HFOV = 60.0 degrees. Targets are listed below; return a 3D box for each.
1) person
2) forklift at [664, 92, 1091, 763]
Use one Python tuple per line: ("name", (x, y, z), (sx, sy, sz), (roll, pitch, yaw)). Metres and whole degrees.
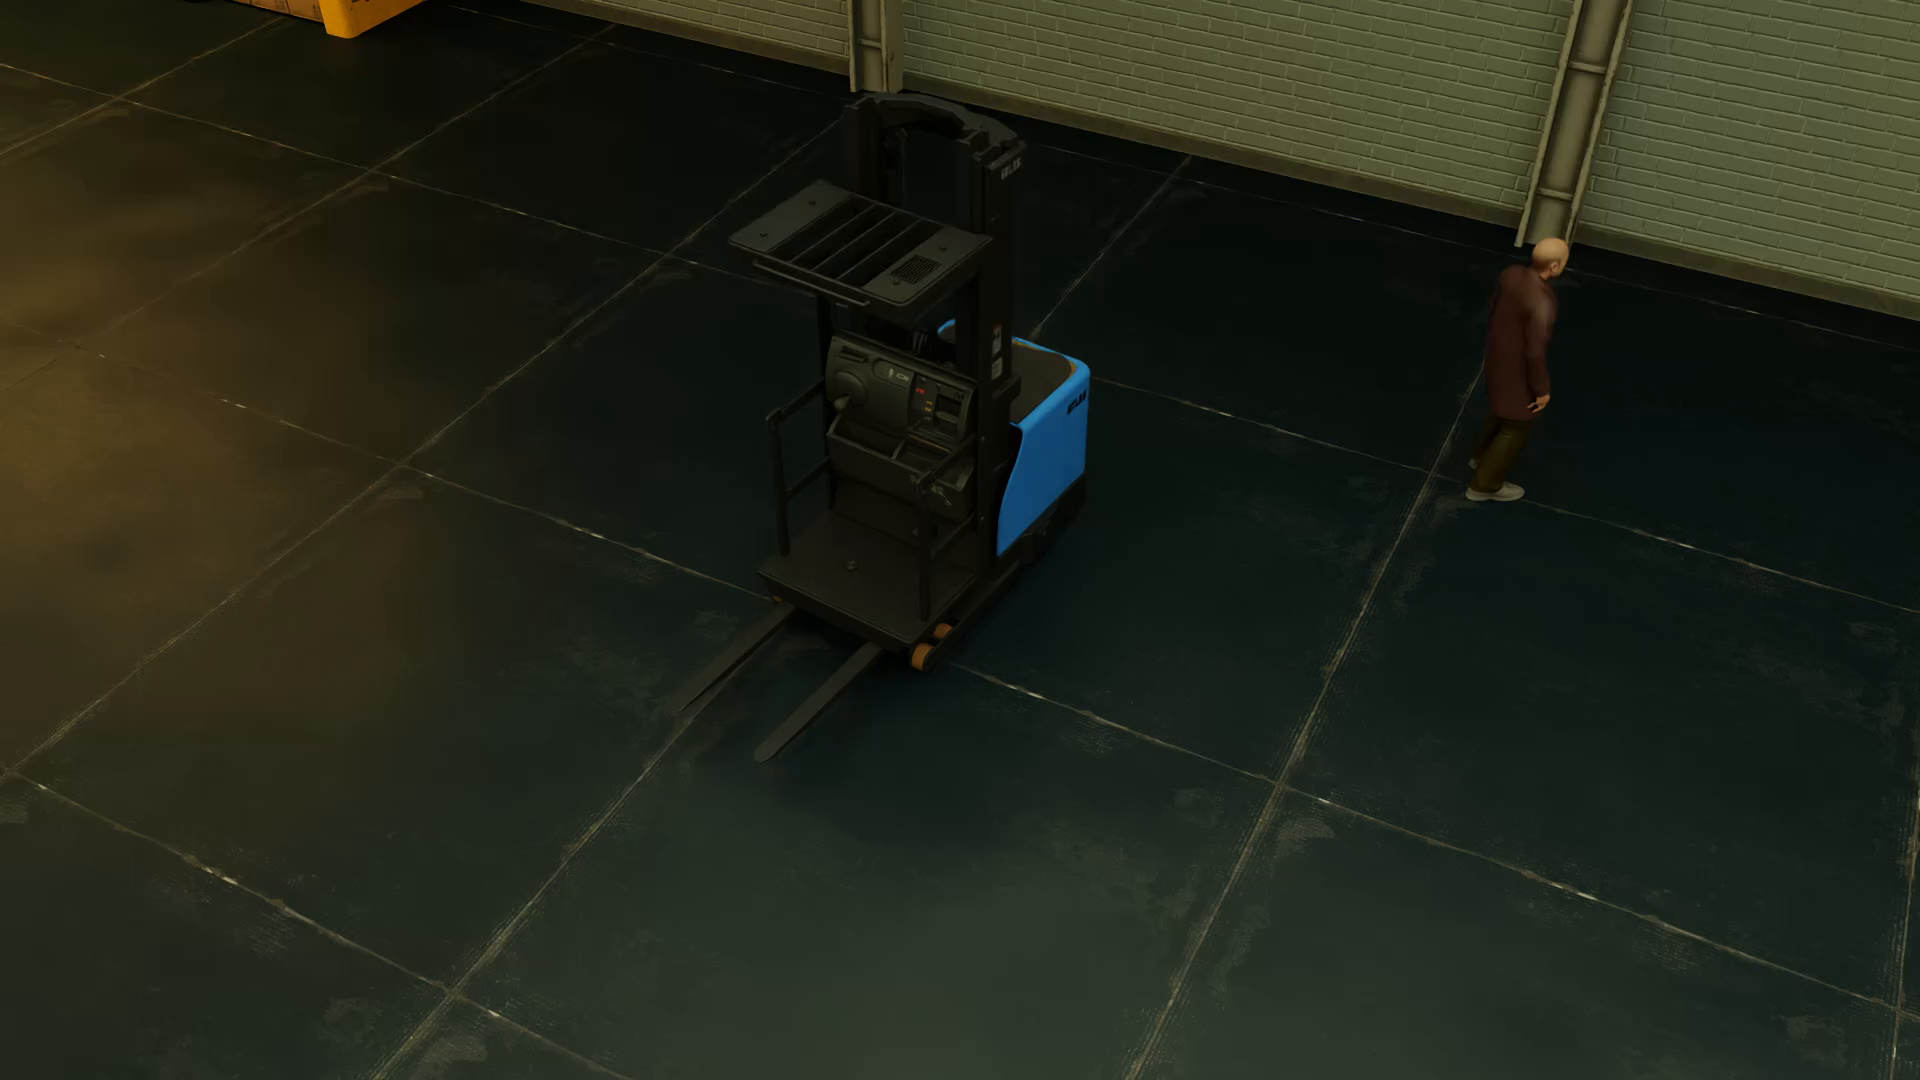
("person", (3.438, -1.038, 10.140), (0.492, 1.791, 0.660), (-5, 40, -6))
("forklift", (-0.452, -0.731, 8.854), (1.130, 2.935, 3.031), (24, 45, 25))
